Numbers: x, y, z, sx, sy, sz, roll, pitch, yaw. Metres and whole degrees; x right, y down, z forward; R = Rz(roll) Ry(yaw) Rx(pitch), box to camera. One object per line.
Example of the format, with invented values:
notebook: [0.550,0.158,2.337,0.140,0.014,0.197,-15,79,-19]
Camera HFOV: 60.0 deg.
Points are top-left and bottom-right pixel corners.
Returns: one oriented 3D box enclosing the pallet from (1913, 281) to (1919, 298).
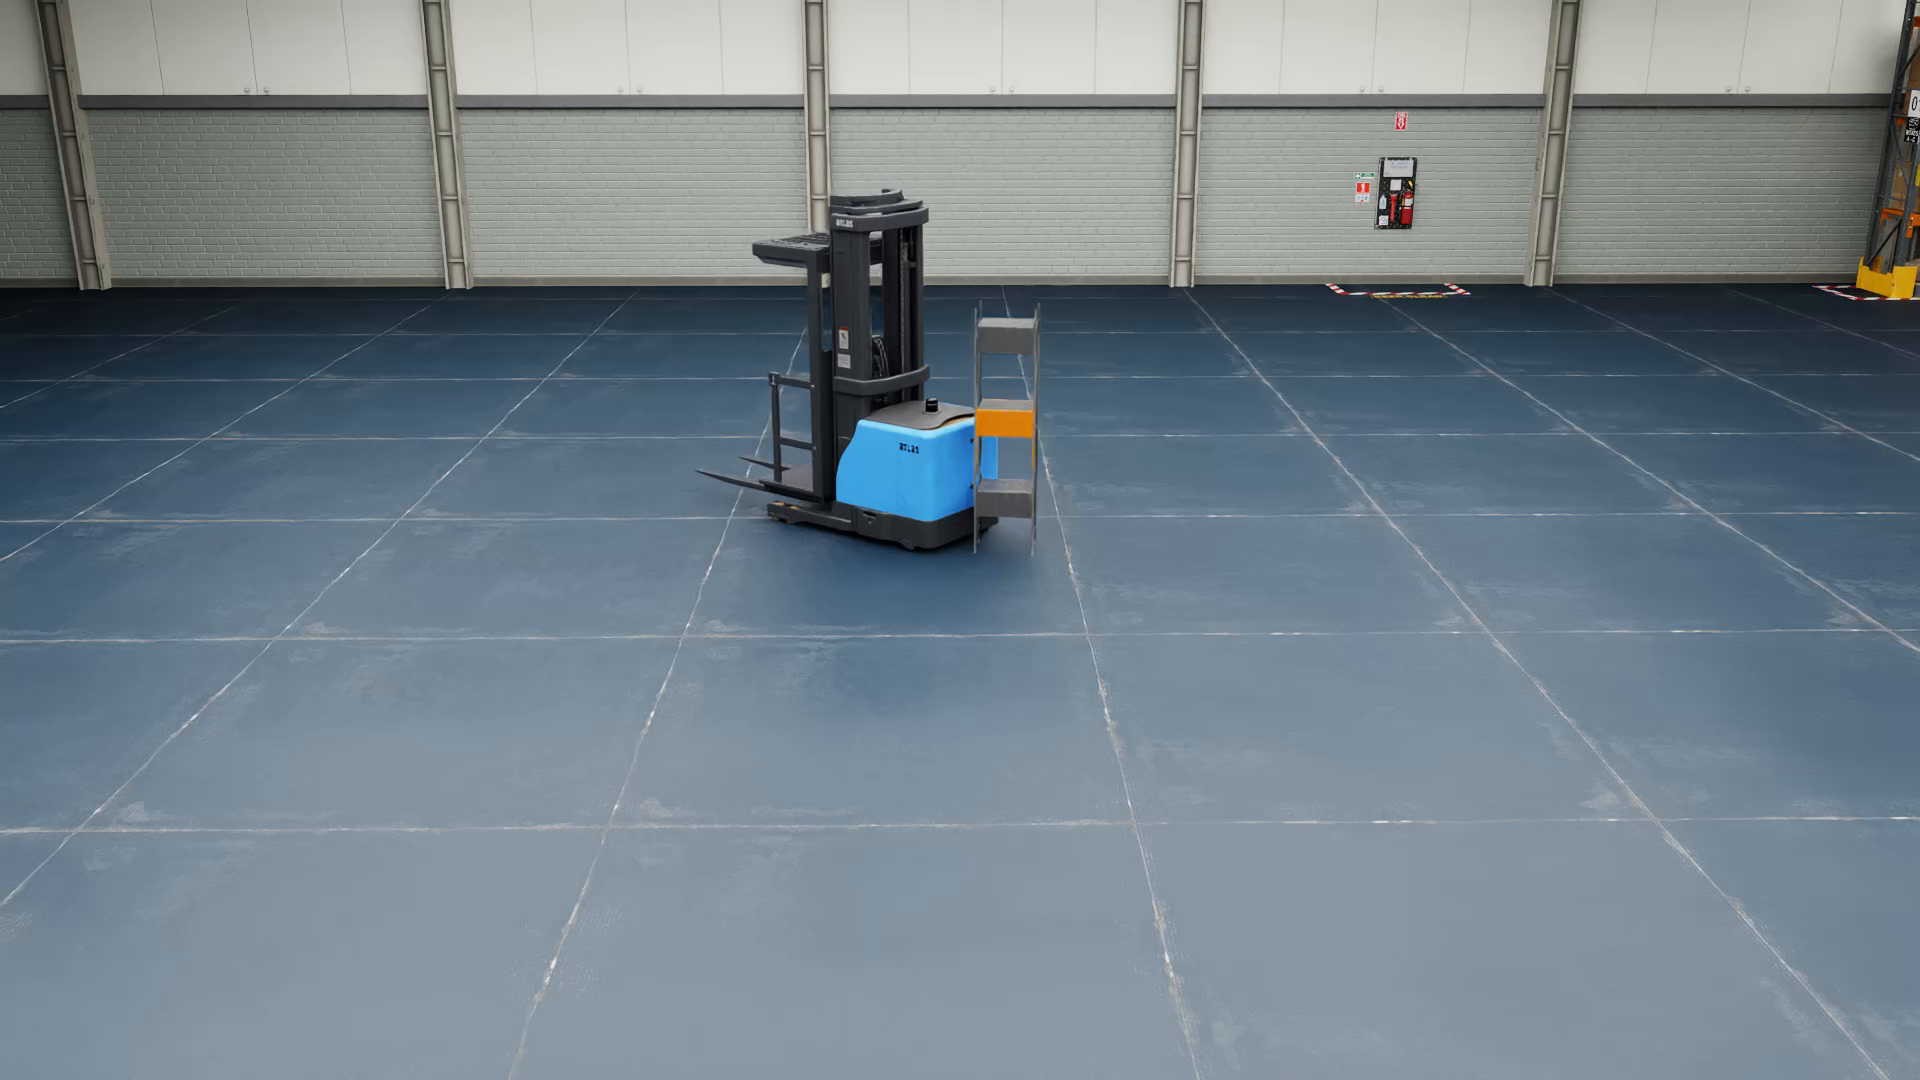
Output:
pallet: [15.895,-4.139,27.104,1.213,0.211,1.003,0,18,-1]

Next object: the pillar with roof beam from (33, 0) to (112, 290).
pillar with roof beam: [-14.236,-7.138,22.066,0.400,9.000,9.100,0,18,-1]

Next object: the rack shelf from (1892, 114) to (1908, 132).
rack shelf: [17.006,-6.568,26.380,4.000,0.370,1.077,0,18,-1]

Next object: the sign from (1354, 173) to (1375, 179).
sign: [6.672,-6.007,27.436,0.331,0.109,0.001,0,18,-1]

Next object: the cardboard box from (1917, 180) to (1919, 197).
cardboard box: [15.489,-5.679,26.324,0.500,0.500,0.500,0,18,-1]

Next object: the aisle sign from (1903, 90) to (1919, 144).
aisle sign: [14.939,-6.619,26.014,0.004,0.787,0.394,0,18,-1]

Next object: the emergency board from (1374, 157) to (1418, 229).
emergency board: [7.222,-5.711,27.441,0.643,1.169,0.194,0,18,-1]

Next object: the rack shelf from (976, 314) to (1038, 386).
rack shelf: [0.393,-1.584,13.801,0.480,0.518,0.431,2,18,6]

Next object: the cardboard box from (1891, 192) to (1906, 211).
cardboard box: [15.471,-5.473,26.910,0.500,0.250,0.500,0,18,0]

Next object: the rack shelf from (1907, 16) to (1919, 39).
rack shelf: [17.006,-7.995,25.922,4.000,0.370,1.077,0,18,-1]

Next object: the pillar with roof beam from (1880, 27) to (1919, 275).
pillar with roof beam: [15.761,-7.282,22.517,0.400,9.000,9.100,0,18,-1]

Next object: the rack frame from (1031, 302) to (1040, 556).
rack frame: [0.635,-0.922,13.983,0.015,2.100,0.400,2,18,6]

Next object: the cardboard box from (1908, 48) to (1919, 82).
cardboard box: [15.433,-7.516,26.324,0.500,0.500,0.500,1,18,2]

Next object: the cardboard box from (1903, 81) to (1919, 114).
cardboard box: [15.420,-7.038,26.469,0.500,0.500,0.500,1,18,3]

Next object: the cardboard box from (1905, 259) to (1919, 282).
cardboard box: [15.700,-4.378,26.966,0.500,0.311,0.500,-2,18,-7]

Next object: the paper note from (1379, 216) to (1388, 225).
paper note: [7.044,-5.312,27.639,0.142,0.148,0.016,0,18,-1]

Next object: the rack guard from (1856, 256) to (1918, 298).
rack guard: [15.082,-4.283,27.081,0.348,0.500,1.175,0,18,-1]

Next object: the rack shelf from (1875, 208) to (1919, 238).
rack shelf: [17.006,-5.140,26.838,4.000,0.370,1.077,0,18,-1]

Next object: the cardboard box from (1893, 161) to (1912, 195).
cardboard box: [15.474,-5.835,26.813,0.500,0.500,0.500,0,18,-1]

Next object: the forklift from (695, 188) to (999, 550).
forklift: [-1.130,-1.651,14.896,3.031,2.935,1.130,13,22,36]

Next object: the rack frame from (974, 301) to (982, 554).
rack frame: [0.151,-0.939,14.037,0.015,2.100,0.400,2,18,6]

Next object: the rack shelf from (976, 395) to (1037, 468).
rack shelf: [0.393,-0.917,14.014,0.480,0.518,0.431,2,18,6]

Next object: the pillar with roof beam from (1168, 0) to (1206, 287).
pillar with roof beam: [3.762,-7.225,22.337,0.400,9.000,9.100,0,18,-1]

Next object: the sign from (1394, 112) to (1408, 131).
sign: [7.212,-6.846,27.182,0.199,0.298,0.001,0,18,-1]

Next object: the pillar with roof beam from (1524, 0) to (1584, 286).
pillar with roof beam: [9.761,-7.253,22.427,0.400,9.000,9.100,0,18,-1]

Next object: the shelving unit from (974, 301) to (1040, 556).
shelving unit: [0.393,-0.930,14.010,0.503,2.100,0.431,2,18,6]

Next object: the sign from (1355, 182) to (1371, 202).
sign: [6.667,-5.757,27.526,0.234,0.329,0.001,0,18,-1]

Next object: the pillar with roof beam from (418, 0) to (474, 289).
pillar with roof beam: [-8.236,-7.167,22.156,0.400,9.000,9.100,0,18,-1]

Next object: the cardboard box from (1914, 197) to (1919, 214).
cardboard box: [15.499,-5.317,26.423,0.500,0.250,0.500,-1,18,-2]

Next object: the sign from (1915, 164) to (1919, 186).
sign: [15.015,-5.720,26.049,0.005,0.325,0.100,0,18,-1]

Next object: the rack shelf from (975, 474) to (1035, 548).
rack shelf: [0.393,-0.251,14.228,0.480,0.518,0.431,2,18,6]

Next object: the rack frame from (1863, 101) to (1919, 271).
rack frame: [15.006,-5.473,26.698,0.127,3.000,1.000,0,18,-1]

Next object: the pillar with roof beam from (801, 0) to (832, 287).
pillar with roof beam: [-2.237,-7.196,22.246,0.400,9.000,9.100,0,18,-1]

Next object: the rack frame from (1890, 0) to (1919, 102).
rack frame: [15.006,-8.330,25.782,0.127,3.000,1.000,0,18,-1]
